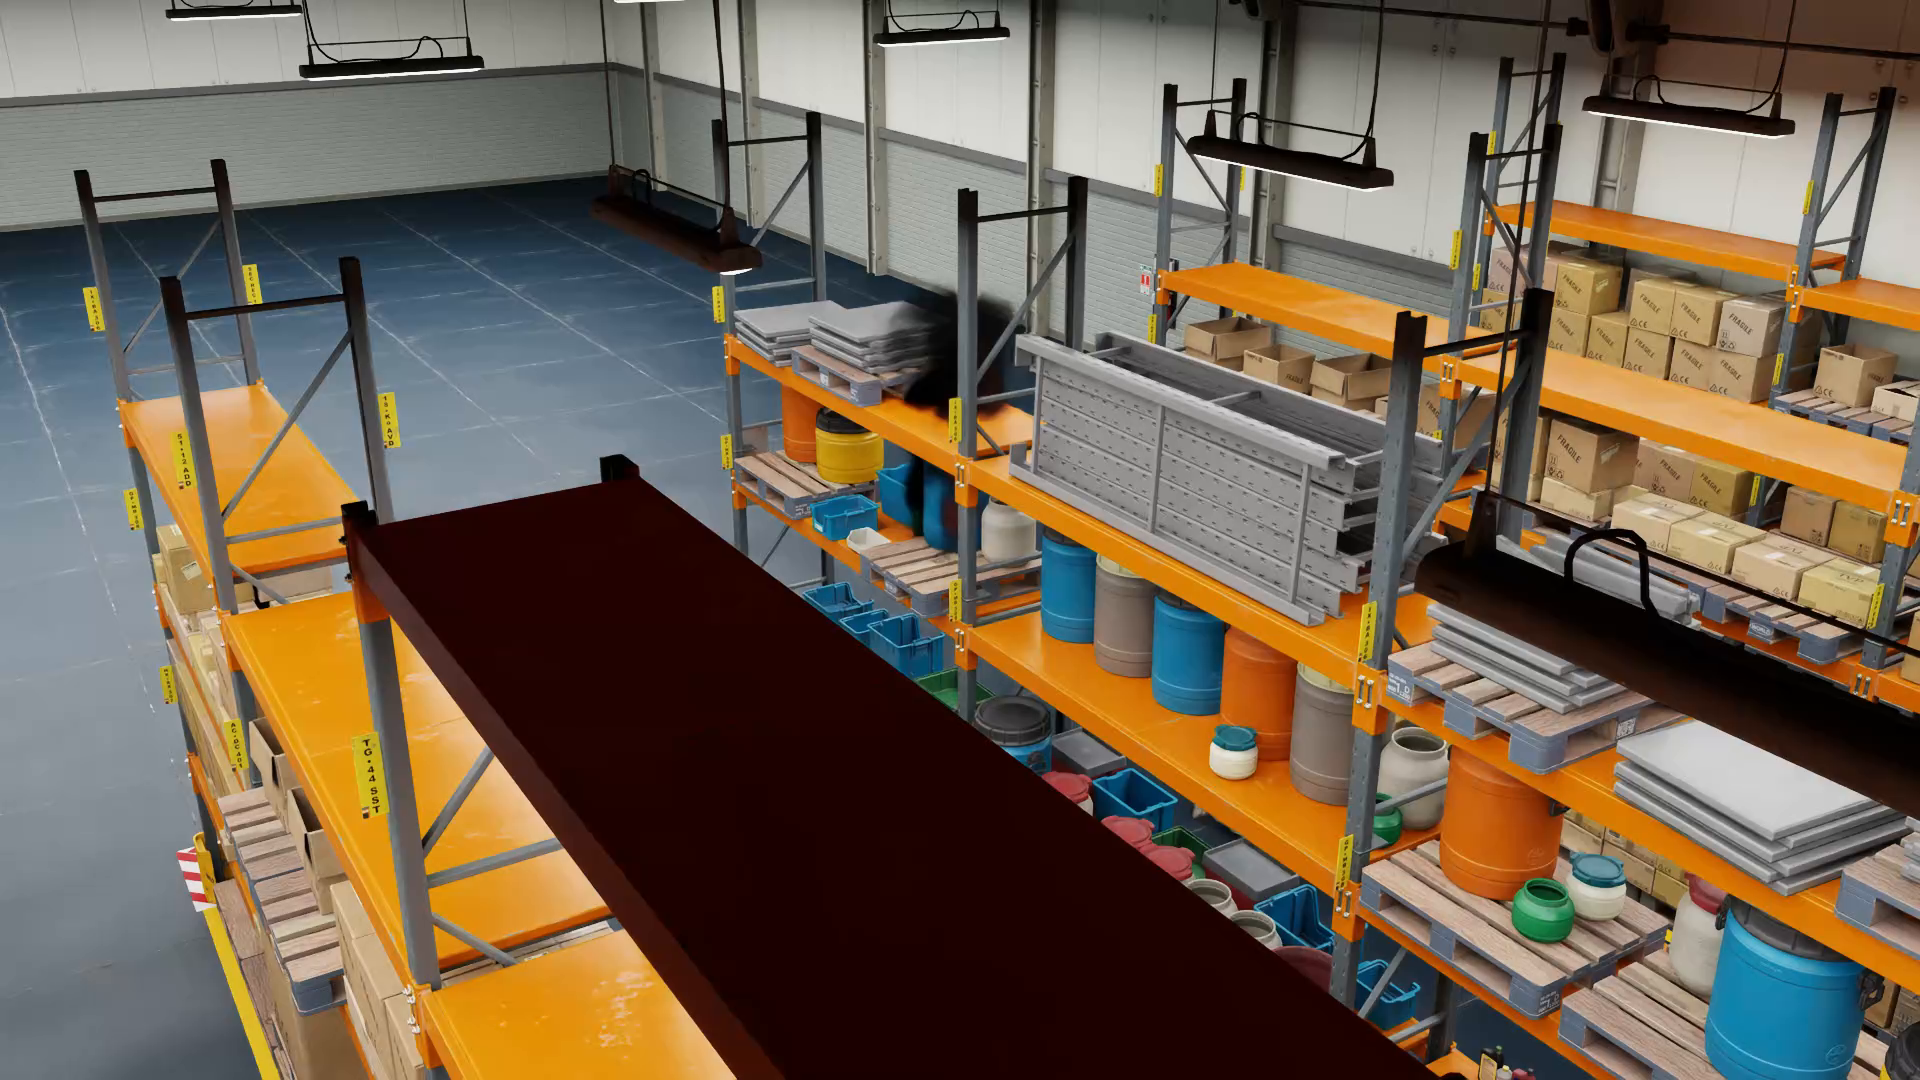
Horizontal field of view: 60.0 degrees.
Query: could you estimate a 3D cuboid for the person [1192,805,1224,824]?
[{"bbox_3d":[2.224,1.700,14.797,0.660,1.777,0.828,-15,26,-33],"label":"person"}]
